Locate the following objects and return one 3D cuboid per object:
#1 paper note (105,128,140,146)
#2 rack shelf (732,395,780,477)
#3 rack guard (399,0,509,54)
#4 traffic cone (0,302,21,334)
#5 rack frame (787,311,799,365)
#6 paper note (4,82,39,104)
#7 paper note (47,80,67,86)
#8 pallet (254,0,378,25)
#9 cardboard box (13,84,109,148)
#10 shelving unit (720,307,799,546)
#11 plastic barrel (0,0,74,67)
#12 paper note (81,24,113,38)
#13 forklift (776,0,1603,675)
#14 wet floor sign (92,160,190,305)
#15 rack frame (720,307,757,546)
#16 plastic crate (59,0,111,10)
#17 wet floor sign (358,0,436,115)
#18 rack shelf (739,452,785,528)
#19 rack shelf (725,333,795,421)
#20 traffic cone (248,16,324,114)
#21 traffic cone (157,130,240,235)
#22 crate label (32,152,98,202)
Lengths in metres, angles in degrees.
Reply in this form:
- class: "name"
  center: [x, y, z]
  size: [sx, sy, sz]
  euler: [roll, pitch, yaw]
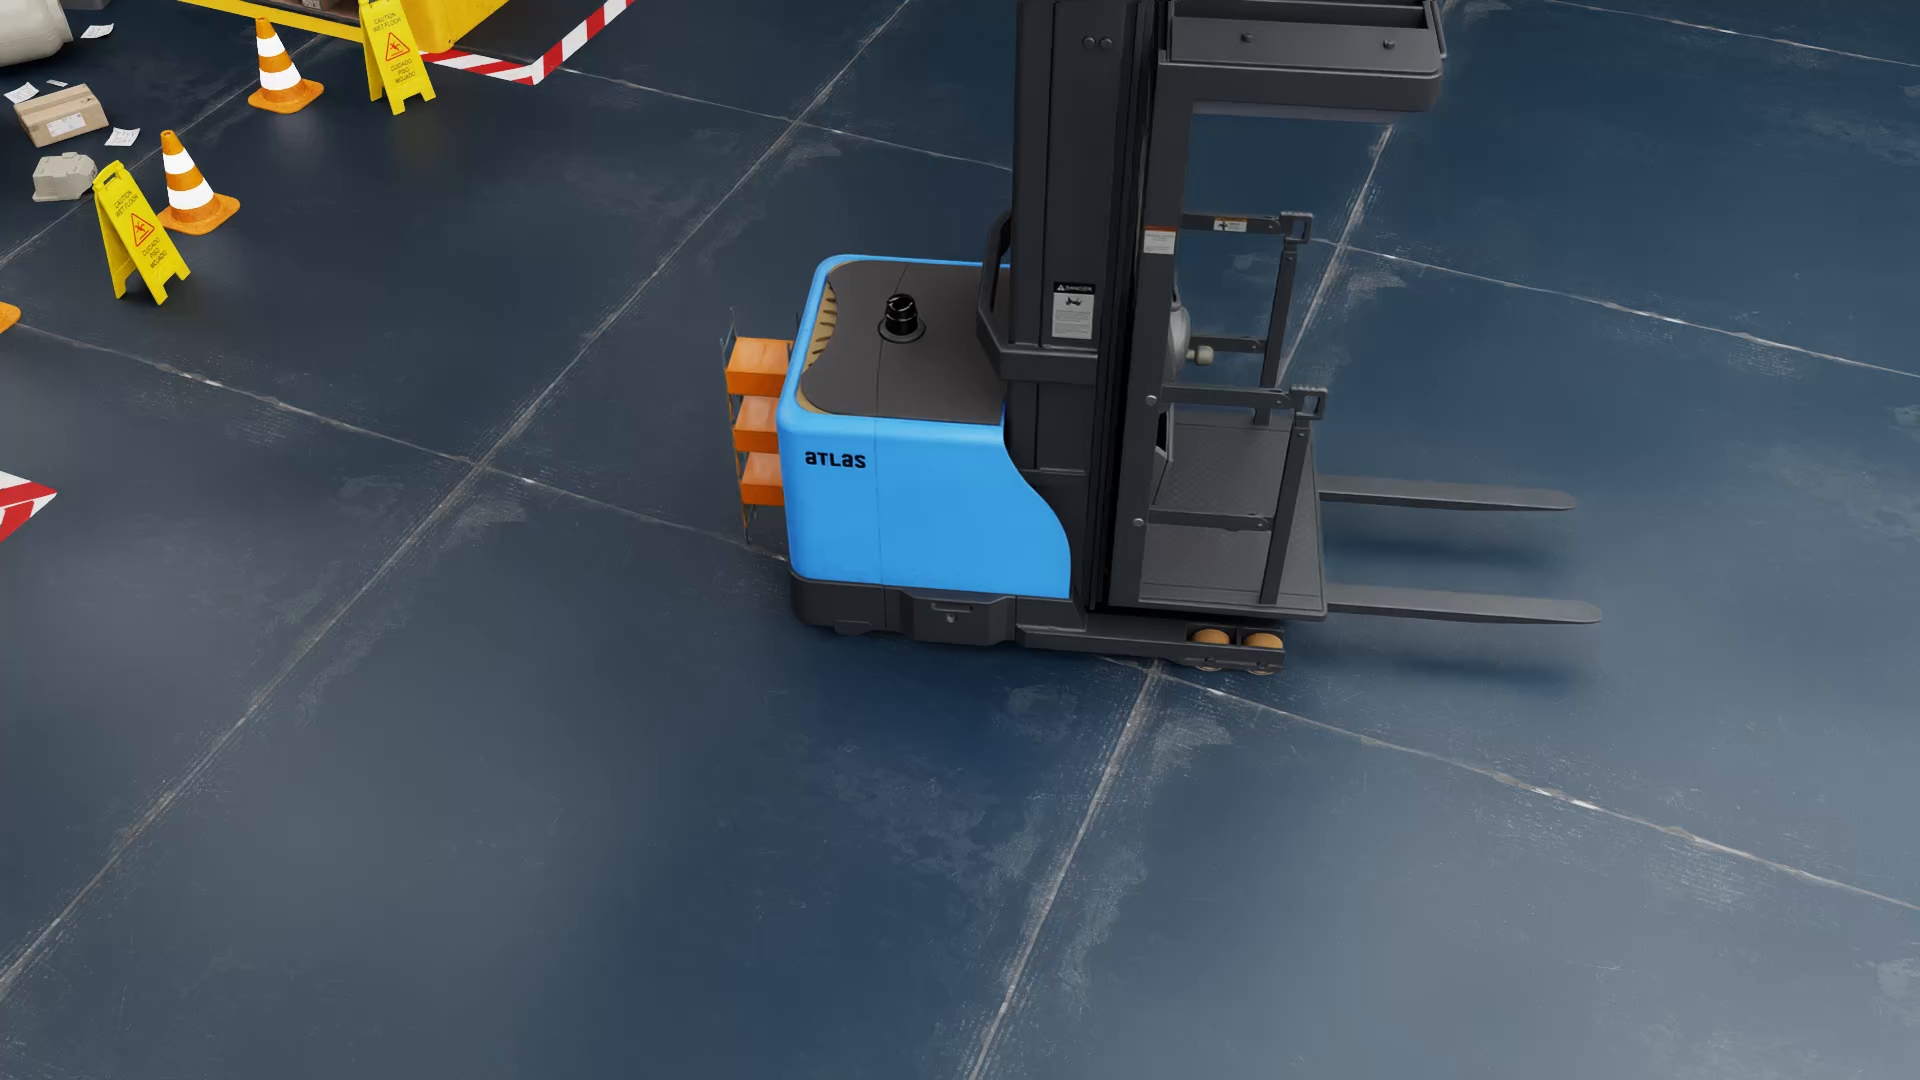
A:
- class: "paper note"
  center: [-4.482, -2.160, 8.900]
  size: [0.142, 0.019, 0.148]
  euler: [2, 45, 2]
- class: "rack shelf"
  center: [-0.730, -0.401, 6.424]
  size: [0.240, 0.259, 0.215]
  euler: [4, 45, 4]
- class: "rack guard"
  center: [-2.914, -3.386, 9.799]
  size: [0.348, 0.500, 1.175]
  euler: [16, 47, 16]
- class: "traffic cone"
  center: [-4.600, -1.171, 7.599]
  size: [0.334, 0.463, 0.336]
  euler: [16, 47, 16]
- class: "rack frame"
  center: [-0.609, -0.400, 6.408]
  size: [0.008, 1.050, 0.200]
  euler: [4, 45, 4]
- class: "paper note"
  center: [-5.209, -2.485, 9.234]
  size: [0.142, 0.019, 0.148]
  euler: [33, 54, 29]
- class: "paper note"
  center: [-5.059, -2.560, 9.316]
  size: [0.123, 0.001, 0.032]
  euler: [16, 47, 16]
- class: "pallet"
  center: [-3.650, -3.528, 10.146]
  size: [1.213, 0.211, 1.003]
  euler: [16, 47, 16]
- class: "cardboard box"
  center: [-4.830, -2.282, 8.938]
  size: [0.380, 0.149, 0.250]
  euler: [-28, 51, -25]
- class: "shelving unit"
  center: [-0.730, -0.409, 6.417]
  size: [0.252, 1.050, 0.215]
  euler: [4, 45, 4]
- class: "plastic barrel"
  center: [-5.333, -2.914, 9.379]
  size: [0.512, 0.421, 0.421]
  euler: [-20, 48, -19]
- class: "paper note"
  center: [-5.044, -2.980, 9.723]
  size: [0.148, 0.019, 0.142]
  euler: [2, 45, 2]
- class: "forklift"
  center: [0.902, -0.929, 5.606]
  size: [3.031, 2.935, 1.130]
  euler: [4, 45, 4]
- class: "wet floor sign"
  center: [-3.867, -1.449, 7.748]
  size: [0.232, 0.644, 0.267]
  euler: [9, 46, 9]
- class: "rack frame"
  center: [-0.851, -0.418, 6.426]
  size: [0.008, 1.050, 0.200]
  euler: [4, 45, 4]
- class: "plastic crate"
  center: [-5.402, -3.343, 10.053]
  size: [0.583, 0.080, 0.402]
  euler: [2, 45, 2]
- class: "wet floor sign"
  center: [-3.080, -2.669, 8.975]
  size: [0.232, 0.644, 0.267]
  euler: [33, 54, 29]
- class: "rack shelf"
  center: [-0.730, -0.204, 6.620]
  size: [0.240, 0.259, 0.215]
  euler: [4, 45, 4]
- class: "rack shelf"
  center: [-0.730, -0.603, 6.224]
  size: [0.240, 0.259, 0.215]
  euler: [4, 45, 4]
- class: "traffic cone"
  center: [-3.737, -2.630, 9.065]
  size: [0.334, 0.463, 0.336]
  euler: [16, 47, 16]
- class: "traffic cone"
  center: [-3.851, -1.815, 8.246]
  size: [0.334, 0.463, 0.336]
  euler: [16, 47, 16]
- class: "crate label"
  center: [-4.600, -1.872, 8.535]
  size: [0.298, 0.136, 0.250]
  euler: [-5, 45, -5]
